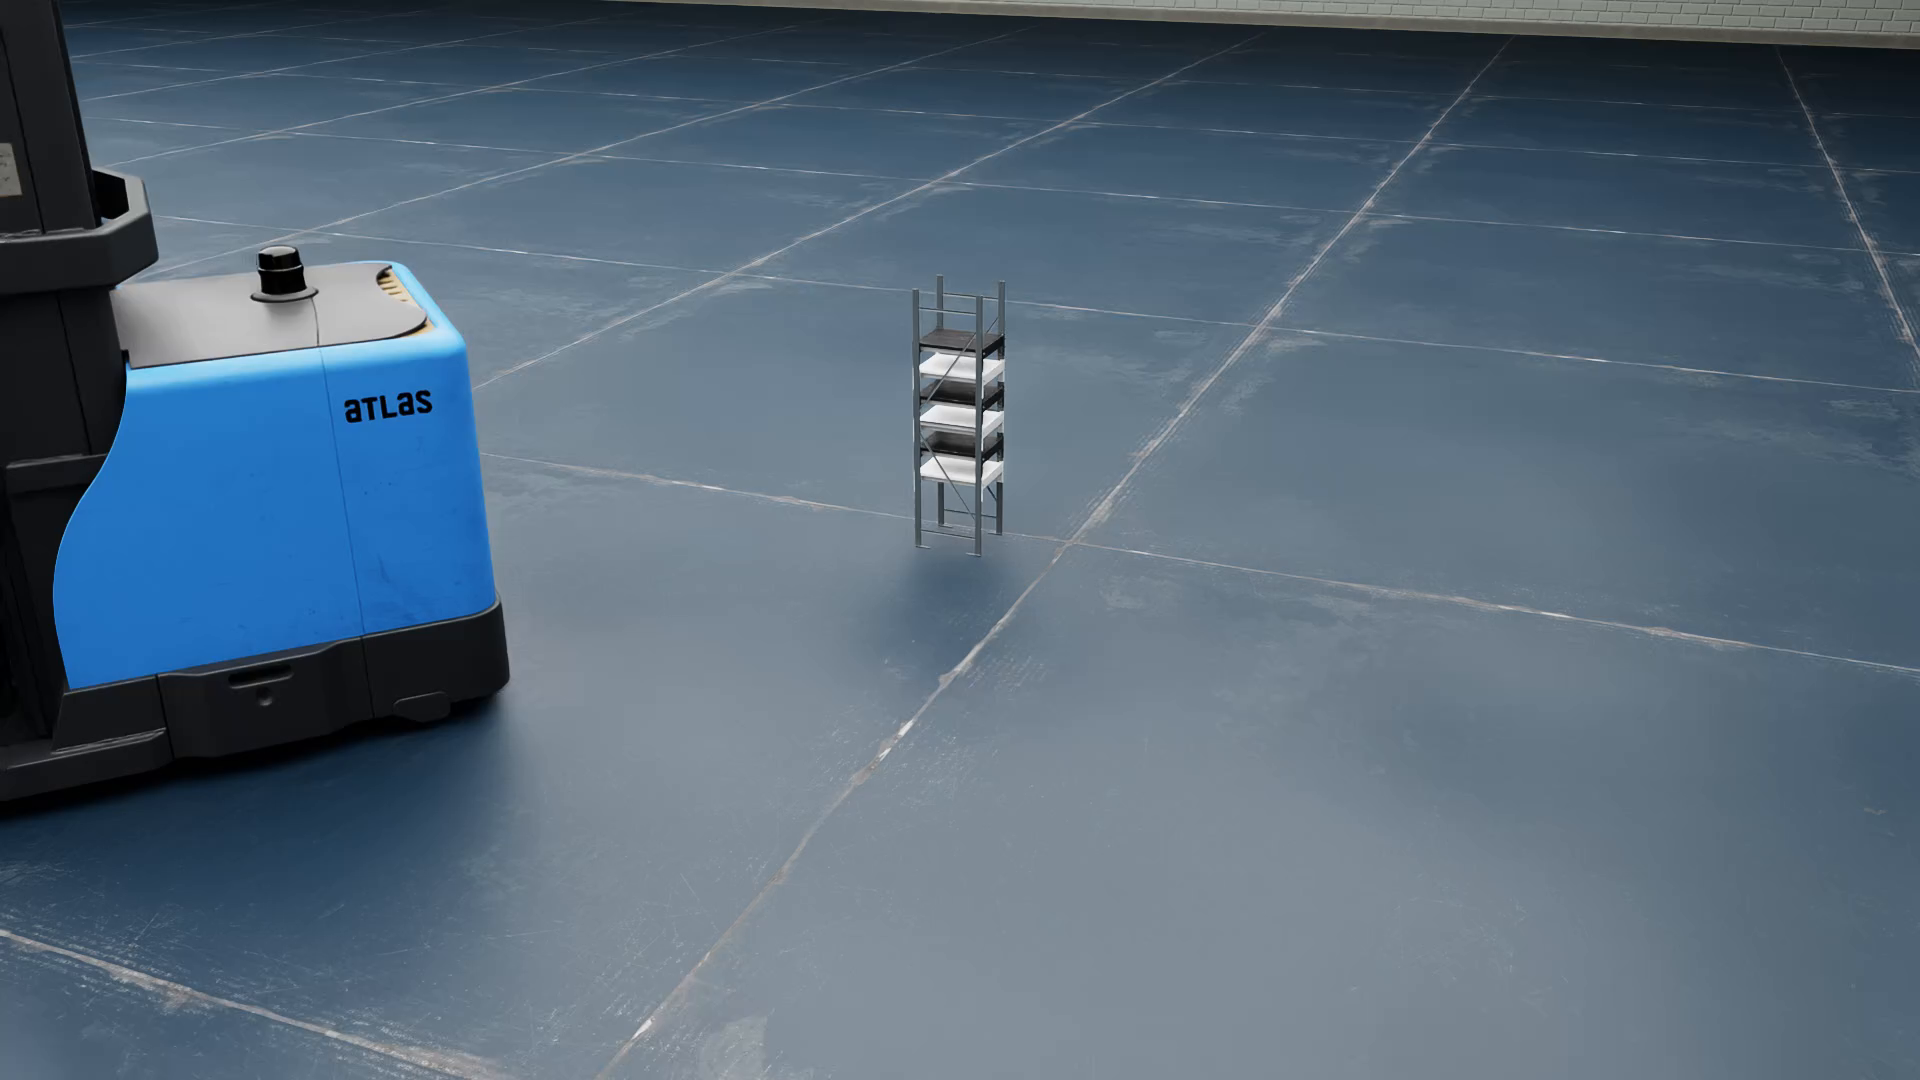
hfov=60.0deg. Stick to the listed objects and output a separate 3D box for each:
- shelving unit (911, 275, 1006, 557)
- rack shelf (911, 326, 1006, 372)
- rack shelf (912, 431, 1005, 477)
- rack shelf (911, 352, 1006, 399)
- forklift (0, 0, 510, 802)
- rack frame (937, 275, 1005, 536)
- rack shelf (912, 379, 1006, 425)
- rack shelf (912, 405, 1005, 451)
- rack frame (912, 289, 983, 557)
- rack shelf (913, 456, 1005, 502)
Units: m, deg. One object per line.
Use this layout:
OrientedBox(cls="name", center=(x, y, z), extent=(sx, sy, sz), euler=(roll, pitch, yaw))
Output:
OrientedBox(cls="shelving unit", center=(-0.003, -0.412, 5.570), extent=(0.258, 0.900, 0.210), euler=(9, 24, 20))
OrientedBox(cls="rack shelf", center=(-0.003, -0.631, 5.478), extent=(0.258, 0.077, 0.200), euler=(9, 24, 20))
OrientedBox(cls="rack shelf", center=(-0.003, -0.299, 5.617), extent=(0.258, 0.077, 0.200), euler=(9, 24, 20))
OrientedBox(cls="rack shelf", center=(-0.003, -0.548, 5.513), extent=(0.258, 0.077, 0.200), euler=(9, 24, 20))
OrientedBox(cls="forklift", center=(-2.808, -0.798, 3.857), extent=(3.031, 2.935, 1.130), euler=(-11, 25, -24))
OrientedBox(cls="rack frame", center=(0.035, -0.449, 5.657), extent=(0.240, 0.900, 0.006), euler=(9, 24, 20))
OrientedBox(cls="rack shelf", center=(-0.003, -0.465, 5.548), extent=(0.258, 0.077, 0.200), euler=(9, 24, 20))
OrientedBox(cls="rack shelf", center=(-0.003, -0.382, 5.582), extent=(0.258, 0.077, 0.200), euler=(9, 24, 20))
OrientedBox(cls="rack frame", center=(-0.041, -0.376, 5.483), extent=(0.240, 0.900, 0.006), euler=(9, 24, 20))
OrientedBox(cls="rack shelf", center=(-0.003, -0.215, 5.652), extent=(0.258, 0.077, 0.200), euler=(9, 24, 20))
